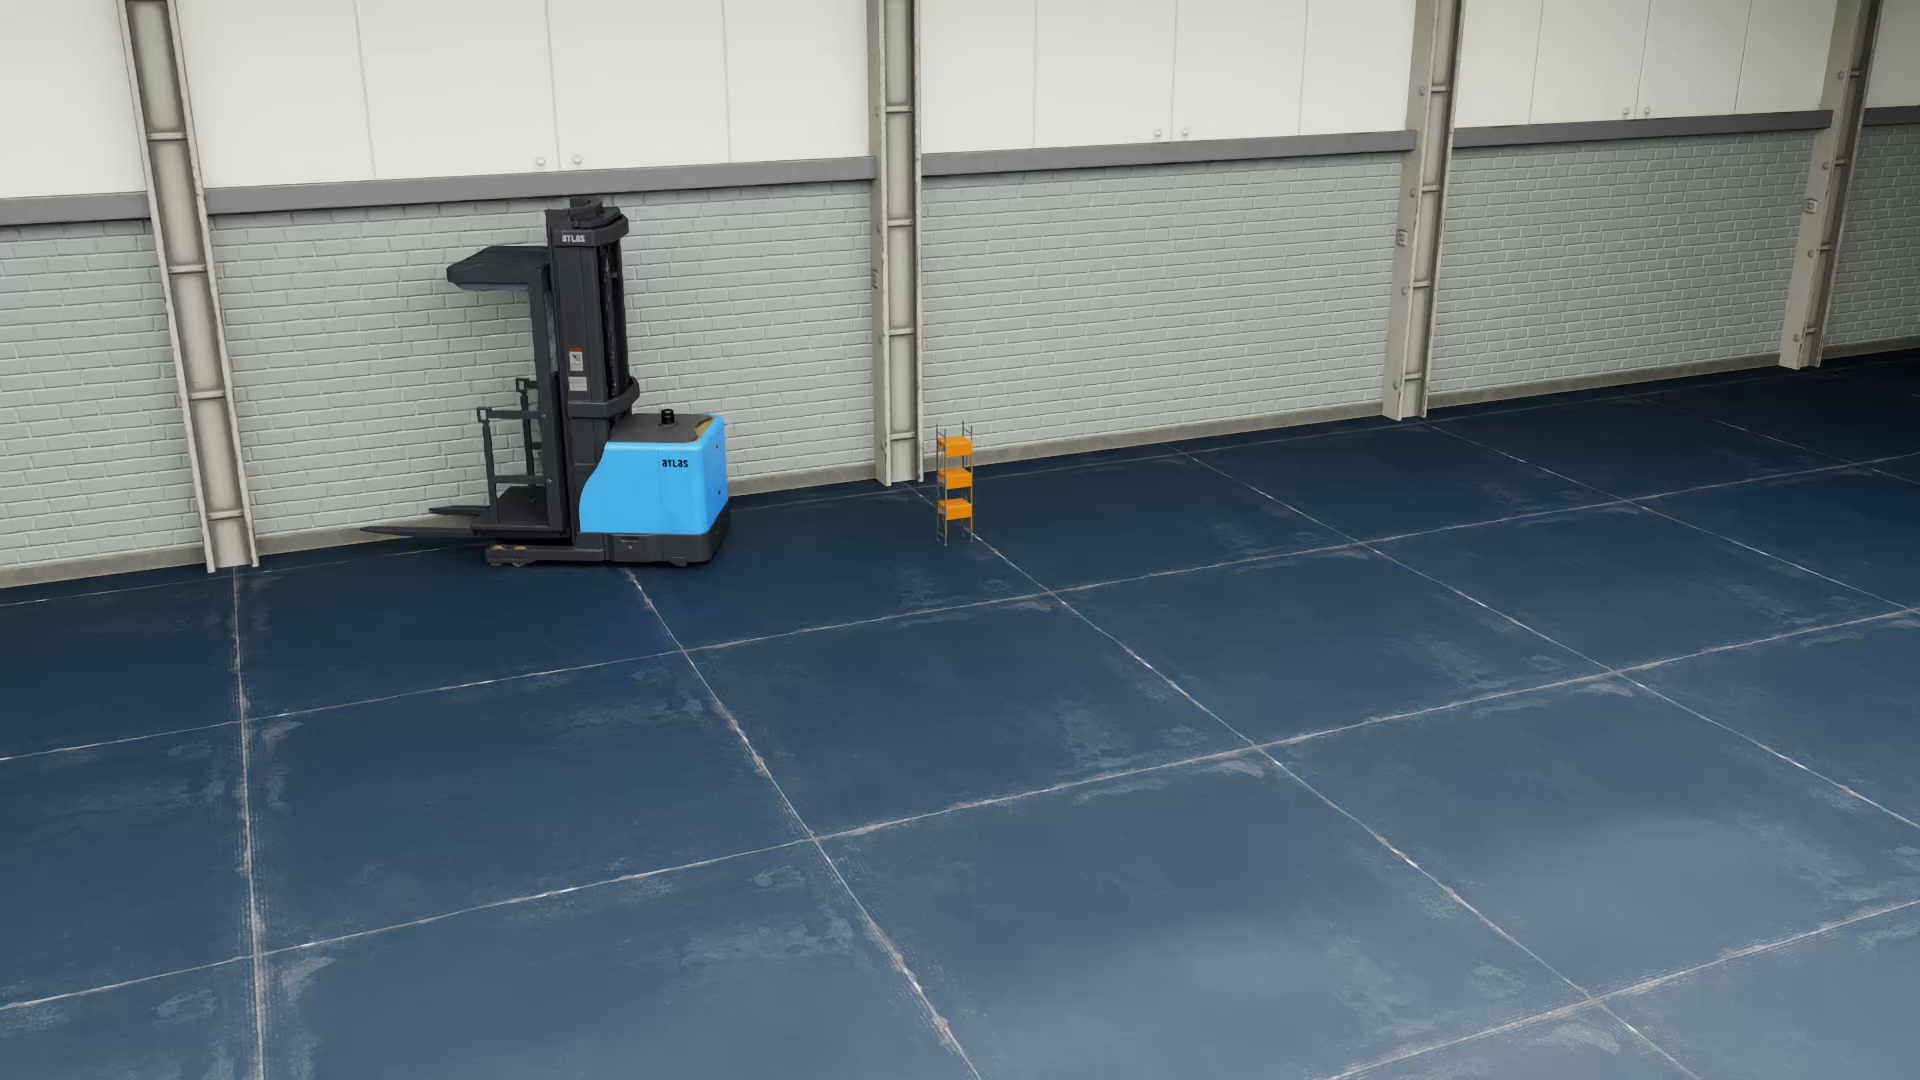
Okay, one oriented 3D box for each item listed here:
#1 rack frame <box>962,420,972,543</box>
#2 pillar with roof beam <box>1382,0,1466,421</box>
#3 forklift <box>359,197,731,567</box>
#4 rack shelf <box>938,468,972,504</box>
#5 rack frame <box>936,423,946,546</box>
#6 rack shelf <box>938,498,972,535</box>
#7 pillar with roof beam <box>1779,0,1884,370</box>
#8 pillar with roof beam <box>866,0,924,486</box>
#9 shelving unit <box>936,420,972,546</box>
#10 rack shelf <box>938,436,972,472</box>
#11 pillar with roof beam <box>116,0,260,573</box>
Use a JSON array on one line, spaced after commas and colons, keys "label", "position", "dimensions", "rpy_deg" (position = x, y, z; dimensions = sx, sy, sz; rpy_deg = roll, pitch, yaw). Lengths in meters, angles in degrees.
[{"label": "rack frame", "position": [0.063, -0.504, 14.373], "dimensions": [0.008, 1.050, 0.200], "rpy_deg": [-8, 21, -22]}, {"label": "pillar with roof beam", "position": [6.622, -4.313, 13.222], "dimensions": [0.400, 9.000, 9.100], "rpy_deg": [-8, 21, -22]}, {"label": "forklift", "position": [-3.562, -1.335, 13.901], "dimensions": [3.031, 2.935, 1.130], "rpy_deg": [1, 19, 4]}, {"label": "rack shelf", "position": [-0.049, -0.478, 14.331], "dimensions": [0.240, 0.259, 0.215], "rpy_deg": [-8, 21, -22]}, {"label": "rack frame", "position": [-0.161, -0.472, 14.282], "dimensions": [0.008, 1.050, 0.200], "rpy_deg": [-8, 21, -22]}, {"label": "rack shelf", "position": [-0.049, -0.216, 14.423], "dimensions": [0.240, 0.259, 0.215], "rpy_deg": [-8, 21, -22]}, {"label": "pillar with roof beam", "position": [12.132, -5.102, 15.464], "dimensions": [0.400, 9.000, 9.100], "rpy_deg": [-8, 21, -22]}, {"label": "pillar with roof beam", "position": [1.113, -3.524, 10.980], "dimensions": [0.400, 9.000, 9.100], "rpy_deg": [-8, 21, -22]}, {"label": "shelving unit", "position": [-0.049, -0.488, 14.328], "dimensions": [0.252, 1.050, 0.215], "rpy_deg": [-8, 21, -22]}, {"label": "rack shelf", "position": [-0.049, -0.746, 14.237], "dimensions": [0.240, 0.259, 0.215], "rpy_deg": [-8, 21, -22]}, {"label": "pillar with roof beam", "position": [-4.396, -2.734, 8.739], "dimensions": [0.400, 9.000, 9.100], "rpy_deg": [-8, 21, -22]}]
